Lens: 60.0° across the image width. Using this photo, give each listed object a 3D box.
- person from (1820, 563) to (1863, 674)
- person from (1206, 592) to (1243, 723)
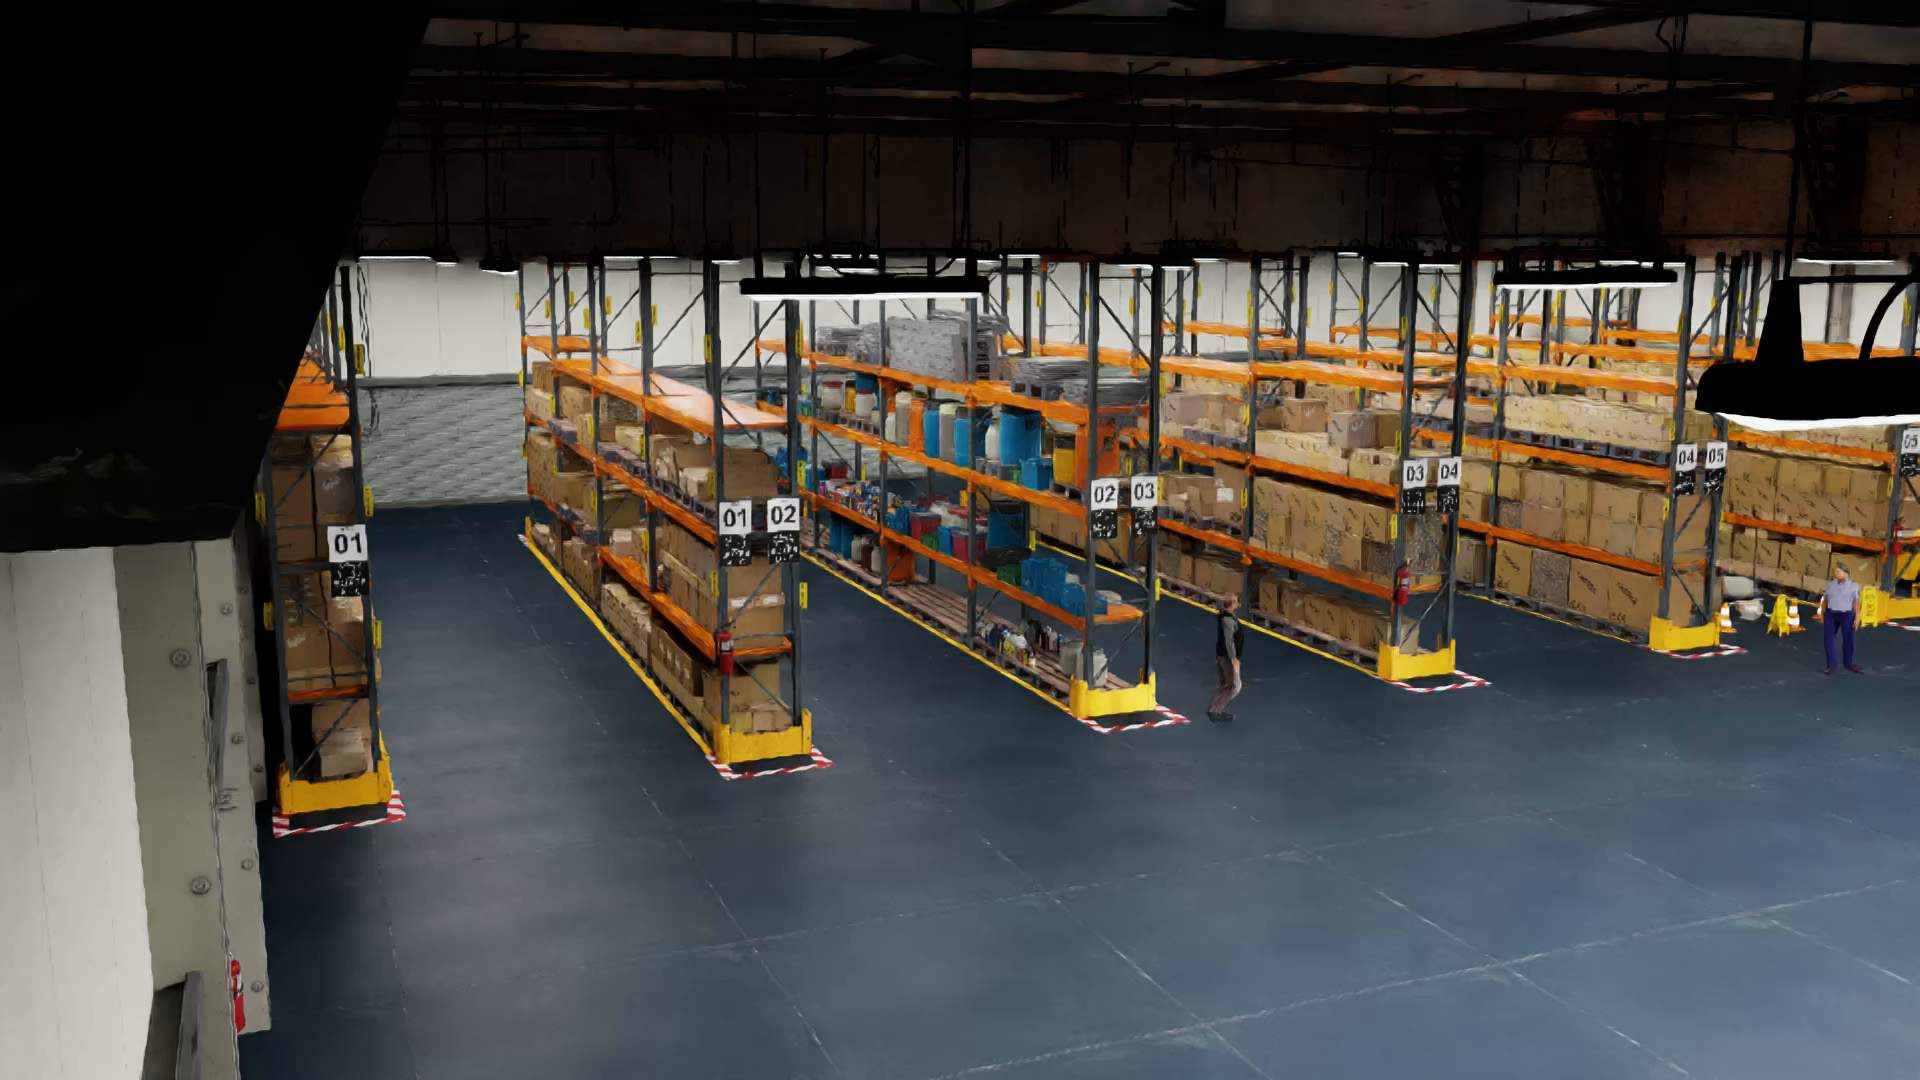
[{"bbox_3d":[12.921,1.137,24.335,0.595,1.636,0.524,9,14,41],"label":"person"},{"bbox_3d":[3.469,1.543,21.788,0.471,1.713,0.698,1,10,4],"label":"person"}]
